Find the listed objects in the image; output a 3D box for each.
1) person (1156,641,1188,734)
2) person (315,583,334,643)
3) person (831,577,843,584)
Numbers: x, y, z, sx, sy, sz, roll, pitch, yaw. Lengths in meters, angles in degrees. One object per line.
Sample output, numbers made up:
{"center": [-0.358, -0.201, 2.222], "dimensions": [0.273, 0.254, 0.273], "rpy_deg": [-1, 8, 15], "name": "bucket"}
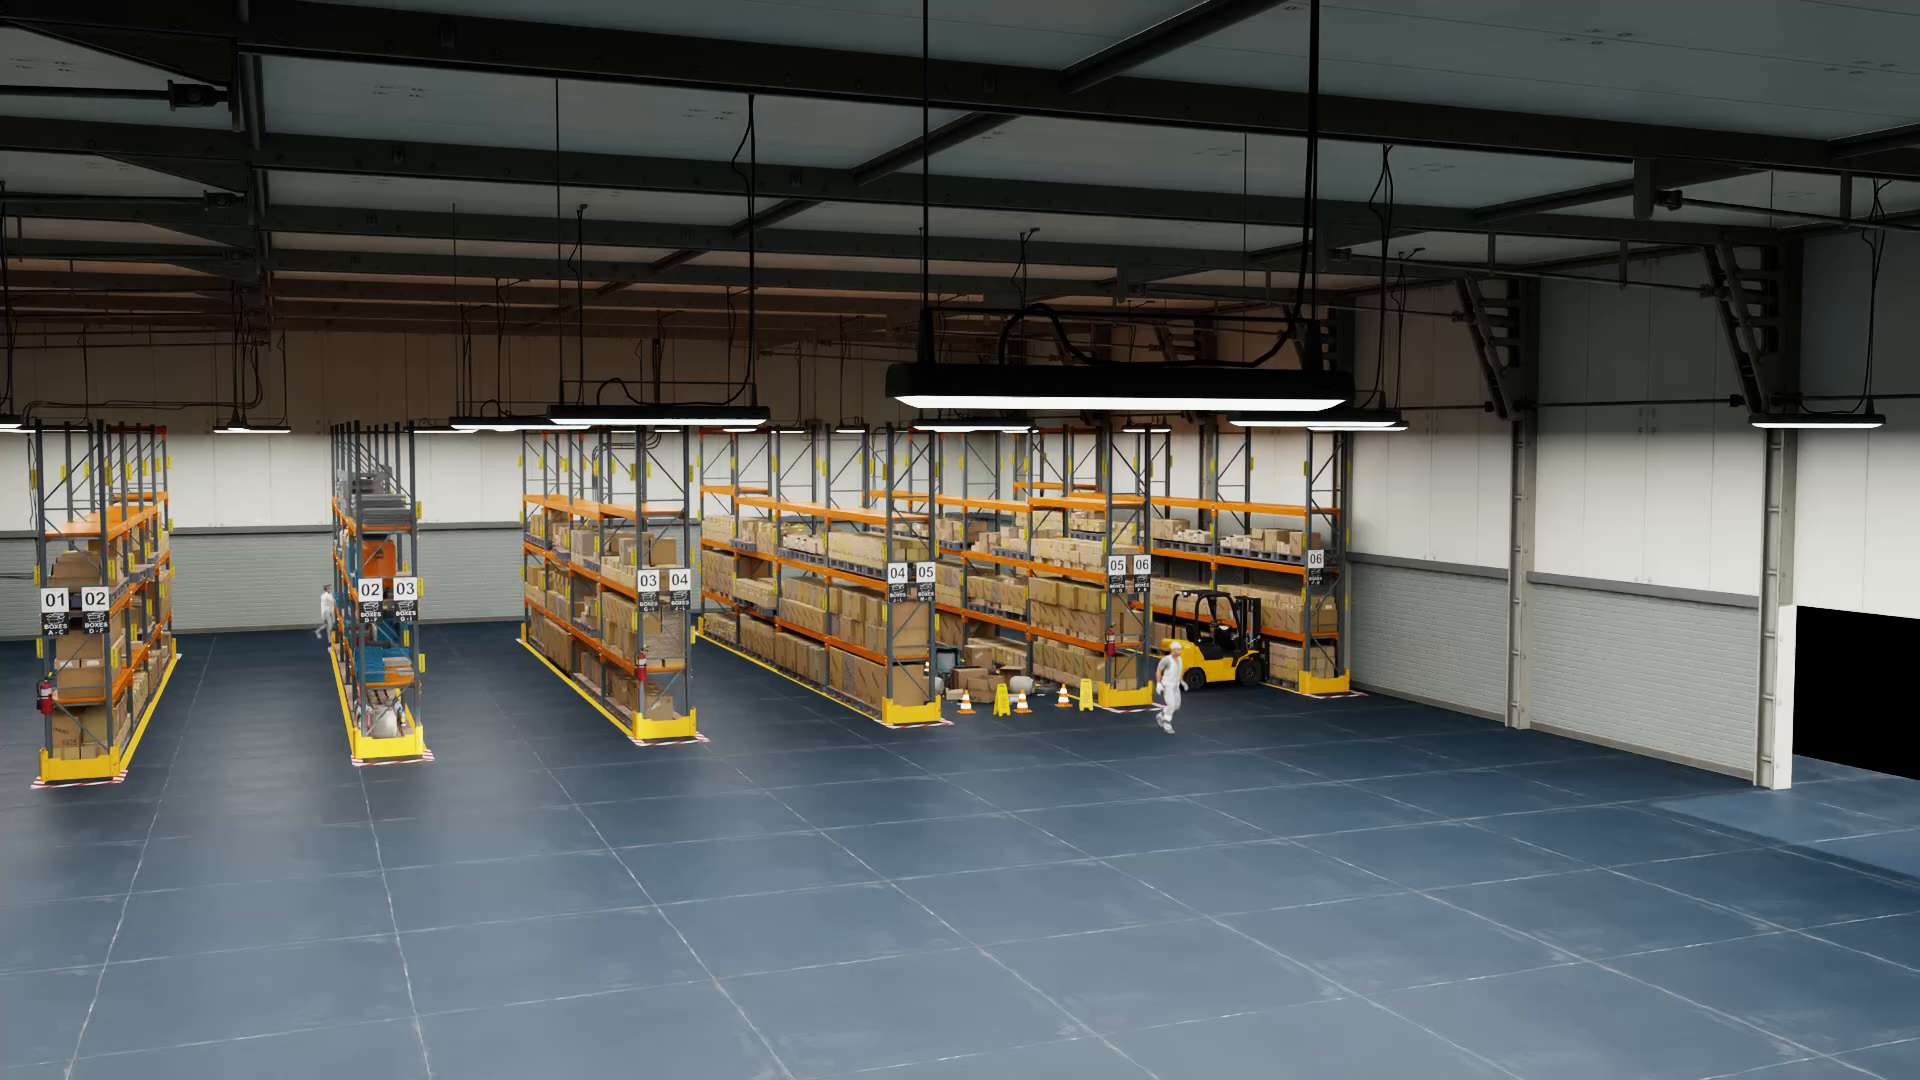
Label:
{"center": [4.014, 2.833, 32.237], "dimensions": [0.678, 1.768, 0.591], "rpy_deg": [3, 5, 43], "name": "person"}
{"center": [-17.589, 2.009, 46.124], "dimensions": [0.823, 1.638, 0.488], "rpy_deg": [1, 4, 18], "name": "person"}
{"center": [-3.747, 1.684, 51.511], "dimensions": [0.802, 1.626, 0.439], "rpy_deg": [-3, 5, -42], "name": "person"}
